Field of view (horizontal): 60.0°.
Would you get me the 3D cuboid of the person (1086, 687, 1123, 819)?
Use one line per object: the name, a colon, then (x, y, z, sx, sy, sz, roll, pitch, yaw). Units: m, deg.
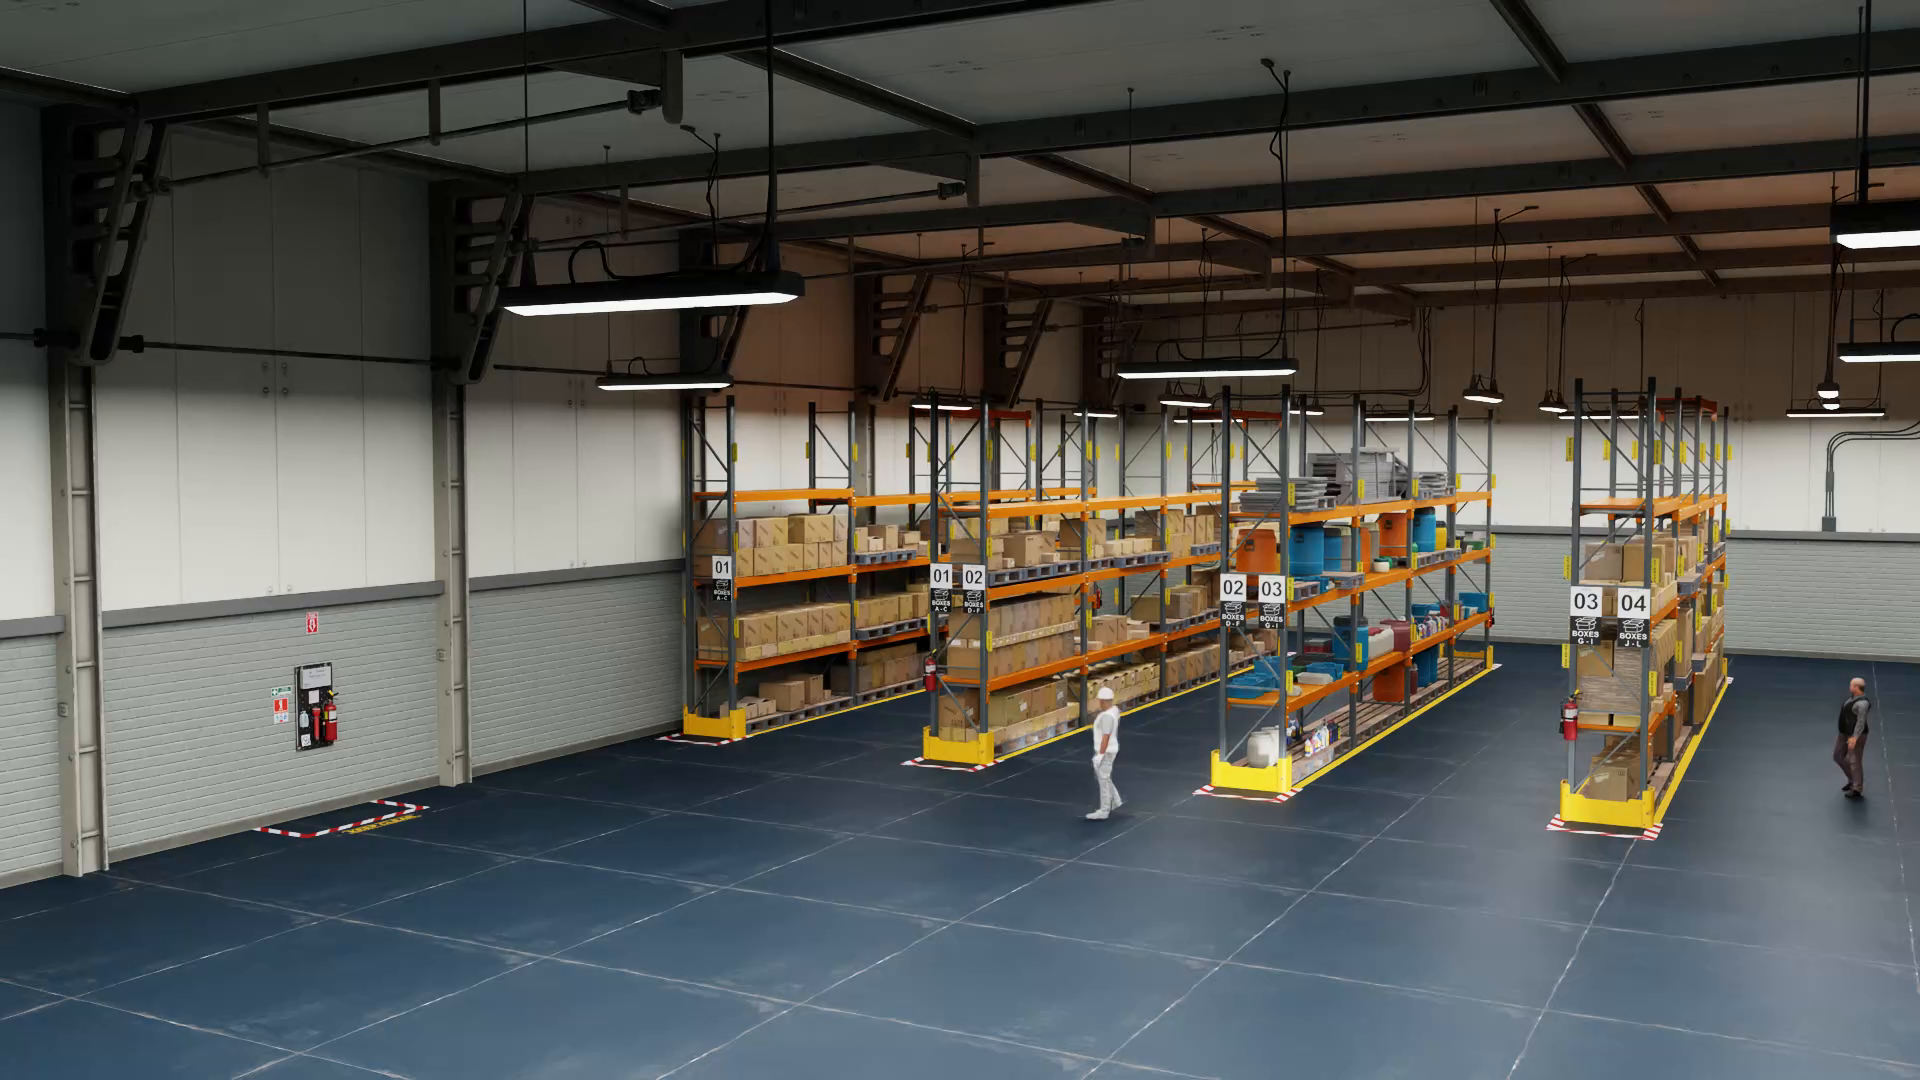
person: (1.983, 2.901, 22.782, 0.518, 1.785, 0.643, 0, 3, 3)

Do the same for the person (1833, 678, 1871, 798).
person: (13.038, 2.865, 24.254, 0.424, 1.730, 0.620, 0, 3, 3)
